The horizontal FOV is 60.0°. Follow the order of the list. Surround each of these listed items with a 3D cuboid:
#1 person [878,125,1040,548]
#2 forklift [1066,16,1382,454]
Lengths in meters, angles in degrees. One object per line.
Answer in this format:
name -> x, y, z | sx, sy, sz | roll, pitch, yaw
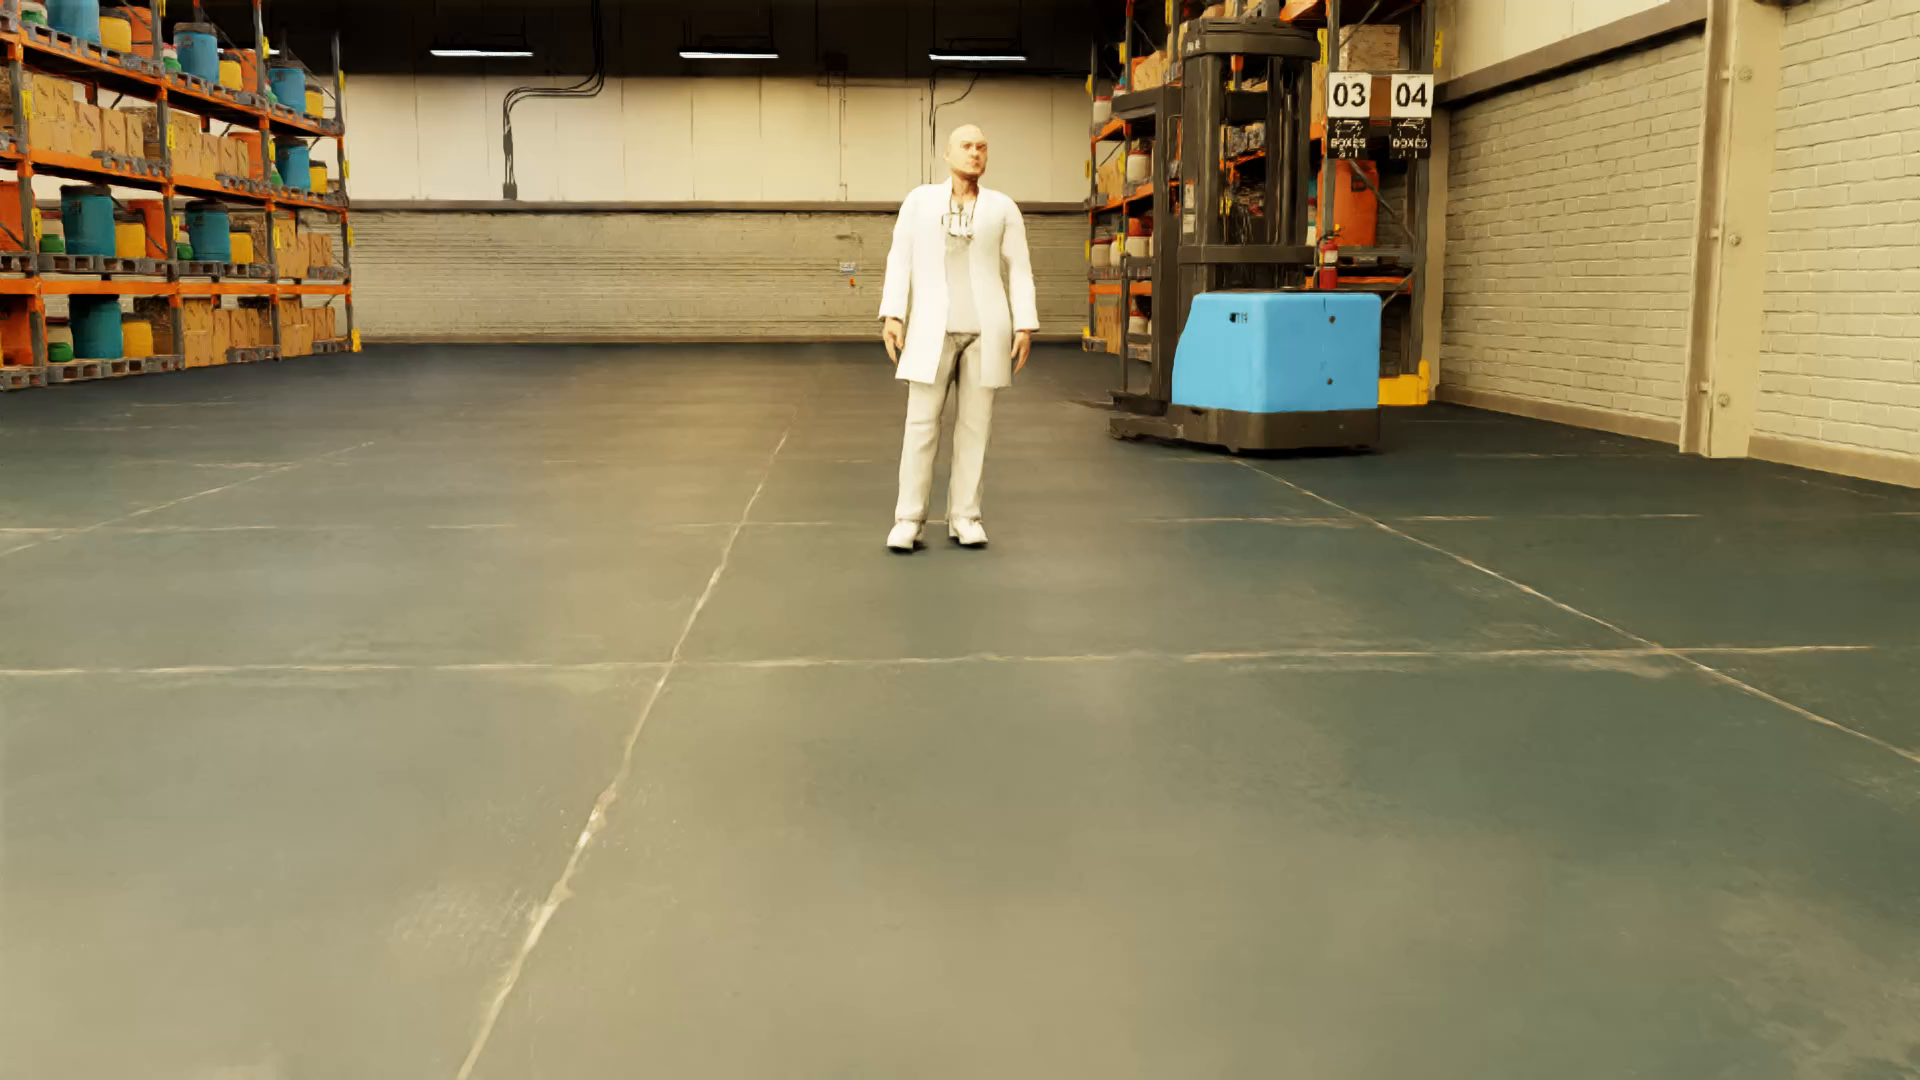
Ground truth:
person -> 0.001, -0.873, 7.088 | 0.694, 1.776, 0.579 | -1, 8, -4
forklift -> 1.774, -2.196, 12.122 | 1.130, 2.935, 3.031 | -4, 9, -23
